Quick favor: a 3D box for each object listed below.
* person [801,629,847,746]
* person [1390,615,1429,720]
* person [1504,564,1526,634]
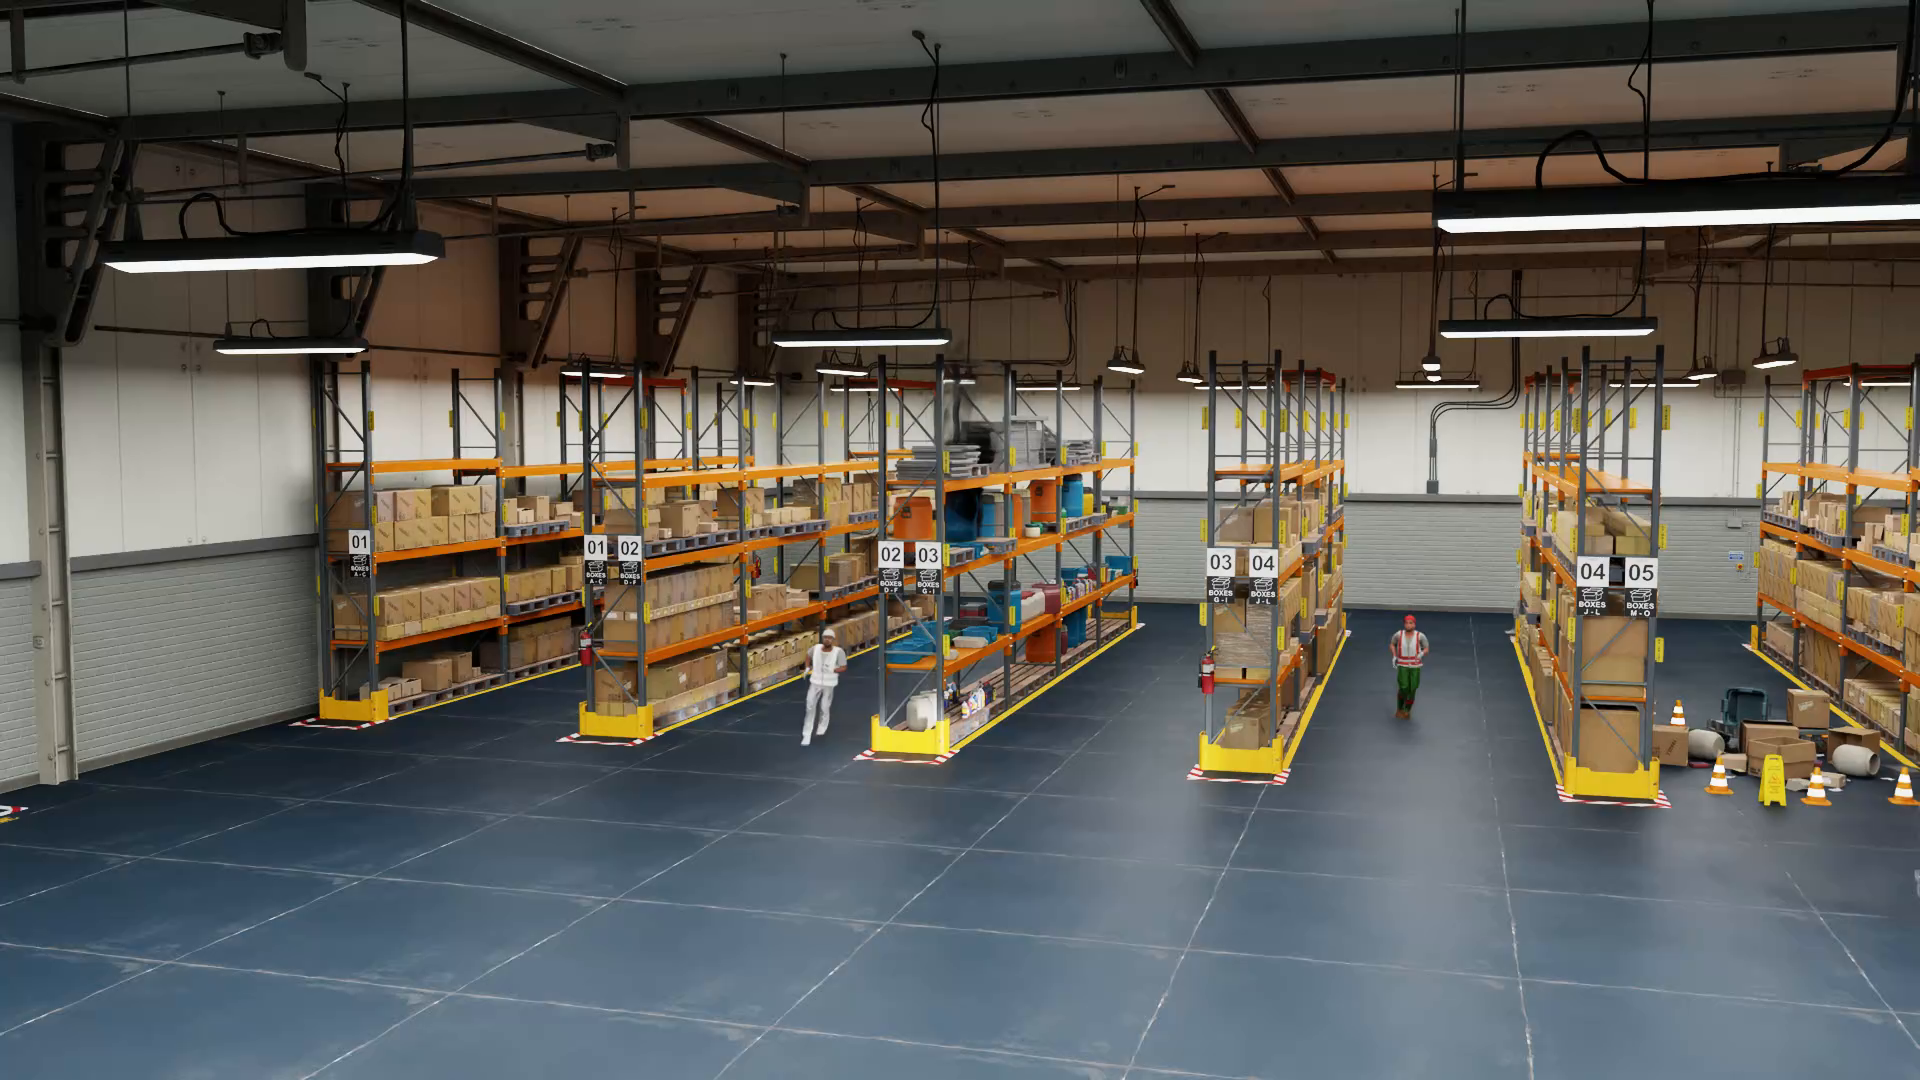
[{"bbox_3d":[-2.107,2.287,25.990,0.689,1.827,0.777,0,4,3],"label":"person"},{"bbox_3d":[7.508,2.134,27.767,0.624,1.766,0.663,1,4,13],"label":"person"},{"bbox_3d":[13.174,1.377,38.680,0.946,1.707,0.597,1,4,18],"label":"person"}]
